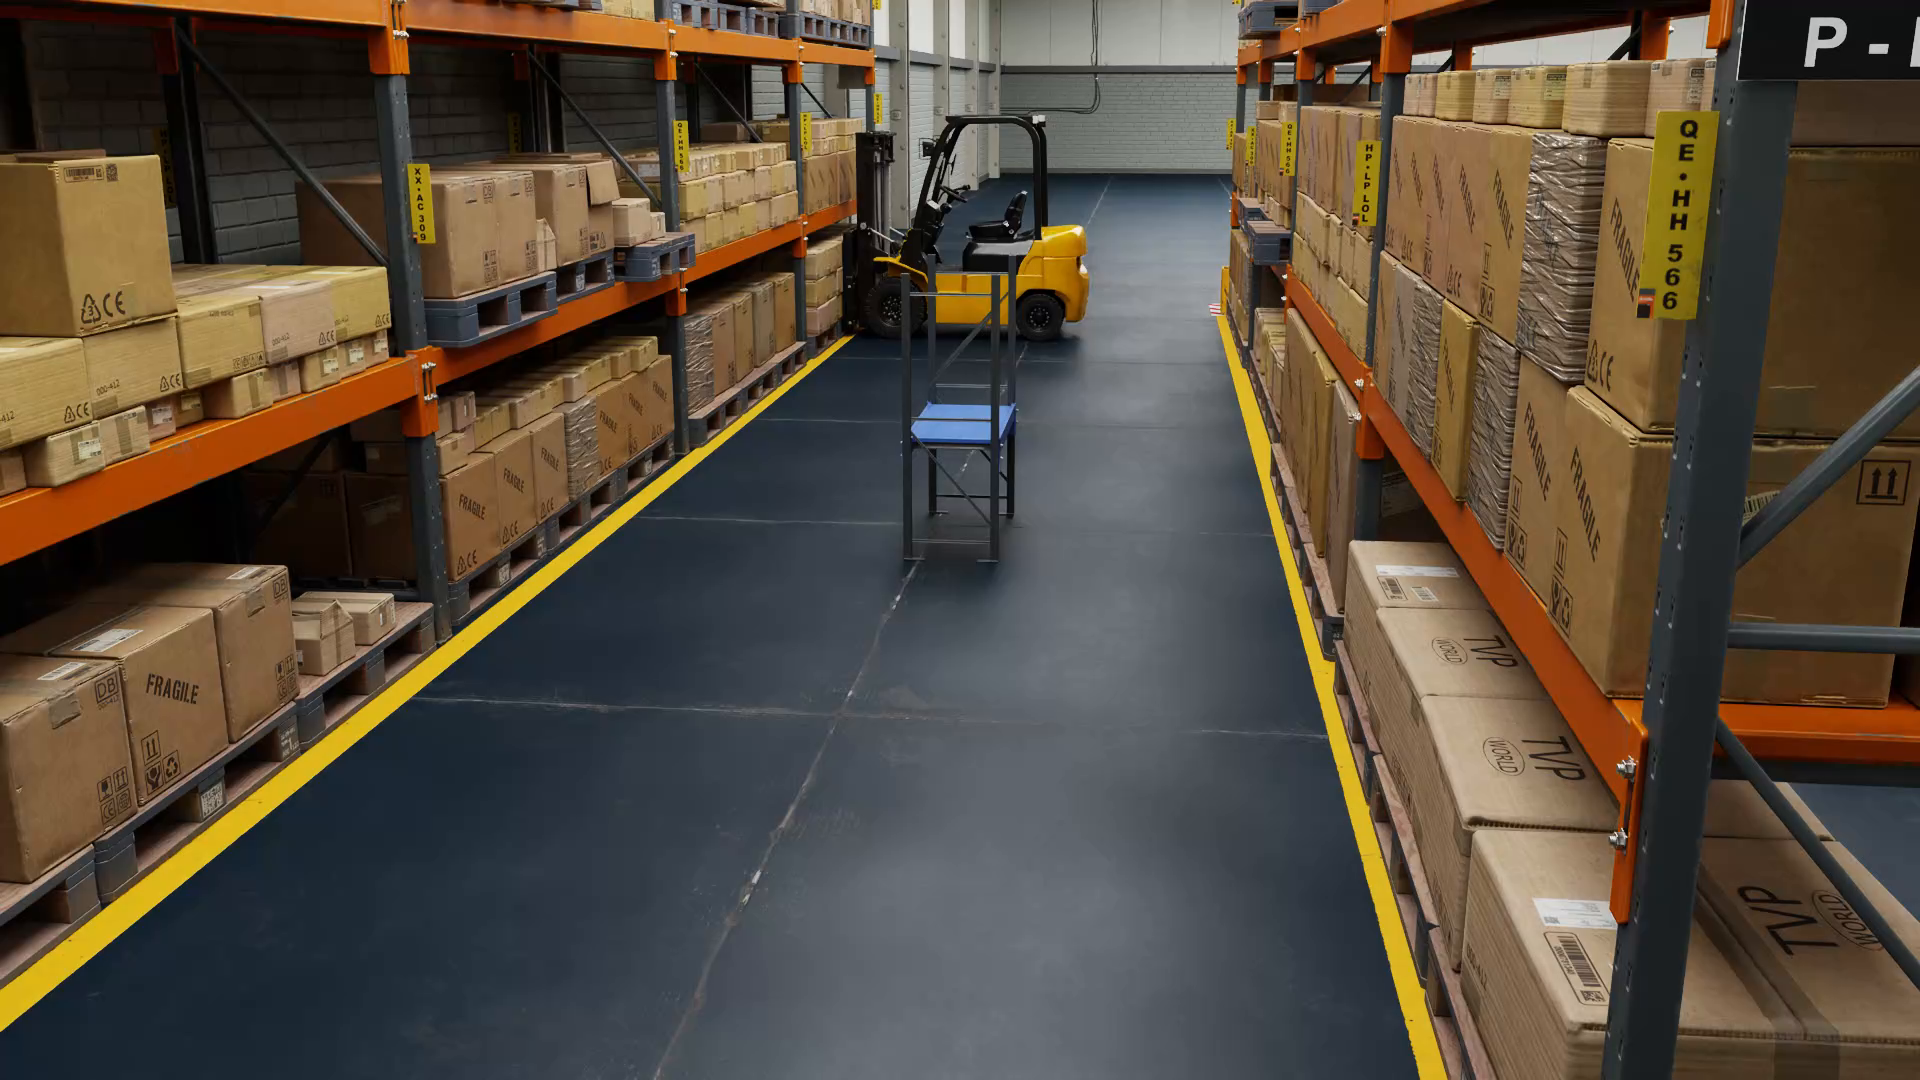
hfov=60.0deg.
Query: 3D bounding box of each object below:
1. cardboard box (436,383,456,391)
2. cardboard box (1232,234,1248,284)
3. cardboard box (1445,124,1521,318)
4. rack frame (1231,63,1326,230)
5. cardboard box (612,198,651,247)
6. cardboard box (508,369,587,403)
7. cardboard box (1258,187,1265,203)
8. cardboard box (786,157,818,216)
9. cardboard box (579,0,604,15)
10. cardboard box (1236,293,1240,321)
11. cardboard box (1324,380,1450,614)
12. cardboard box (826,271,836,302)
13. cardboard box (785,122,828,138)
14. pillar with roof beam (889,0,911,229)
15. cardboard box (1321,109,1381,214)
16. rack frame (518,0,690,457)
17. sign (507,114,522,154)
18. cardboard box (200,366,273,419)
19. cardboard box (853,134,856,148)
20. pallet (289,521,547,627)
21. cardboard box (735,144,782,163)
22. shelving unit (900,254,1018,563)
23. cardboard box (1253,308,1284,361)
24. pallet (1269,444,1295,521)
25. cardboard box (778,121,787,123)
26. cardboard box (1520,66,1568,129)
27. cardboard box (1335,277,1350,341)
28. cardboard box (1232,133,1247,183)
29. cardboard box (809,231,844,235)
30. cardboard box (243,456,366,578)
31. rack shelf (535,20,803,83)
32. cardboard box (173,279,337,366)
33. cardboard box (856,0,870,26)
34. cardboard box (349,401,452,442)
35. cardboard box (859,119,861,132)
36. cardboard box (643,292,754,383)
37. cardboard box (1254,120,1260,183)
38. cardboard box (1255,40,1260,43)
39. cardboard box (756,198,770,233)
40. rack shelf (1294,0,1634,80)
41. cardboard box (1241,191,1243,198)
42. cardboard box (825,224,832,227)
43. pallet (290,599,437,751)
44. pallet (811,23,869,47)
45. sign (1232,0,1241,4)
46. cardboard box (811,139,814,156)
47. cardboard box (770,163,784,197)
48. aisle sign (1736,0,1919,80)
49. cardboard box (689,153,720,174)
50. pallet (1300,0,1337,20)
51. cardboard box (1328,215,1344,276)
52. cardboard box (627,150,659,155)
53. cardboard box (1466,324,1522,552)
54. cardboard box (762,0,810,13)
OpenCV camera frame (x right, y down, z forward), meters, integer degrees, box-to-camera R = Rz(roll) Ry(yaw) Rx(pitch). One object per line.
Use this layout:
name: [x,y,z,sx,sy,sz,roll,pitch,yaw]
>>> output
cardboard box: [-2.941,-0.754,8.946,0.380,0.149,0.250,2,15,7]
cardboard box: [3.065,-2.866,17.039,0.500,0.500,0.500,1,15,4]
cardboard box: [1.647,-0.879,4.560,0.500,0.500,0.500,2,15,6]
rack frame: [3.487,-3.971,18.102,1.000,3.000,0.127,2,15,6]
cardboard box: [-2.145,-1.889,9.883,0.500,0.250,0.500,1,15,4]
cardboard box: [-2.329,-0.872,9.382,0.380,0.149,0.250,1,15,4]
cardboard box: [2.623,-2.817,13.509,0.380,0.149,0.250,2,15,7]
cardboard box: [-1.587,-3.235,15.186,0.500,0.500,0.500,1,15,5]
cardboard box: [-2.277,-3.017,9.113,0.500,0.250,0.500,2,15,6]
cardboard box: [2.948,-2.240,16.165,0.500,0.250,0.500,2,15,7]
cardboard box: [2.124,-0.199,7.418,0.875,0.875,0.875,2,15,8]
cardboard box: [-1.480,-2.443,15.955,0.500,0.250,0.500,2,15,6]
cardboard box: [-1.473,-3.927,15.933,0.380,0.149,0.250,1,15,5]
pillar with roof beam: [3.212,-9.844,28.327,9.100,9.000,0.400,2,15,6]
cardboard box: [2.105,-1.913,8.383,0.500,0.500,0.500,2,15,7]
rack frame: [-2.348,-2.042,10.965,1.000,3.000,0.127,2,15,6]
sign: [-2.900,-2.616,10.872,0.100,0.325,0.005,2,15,6]
cardboard box: [-2.655,-0.522,5.827,0.380,0.149,0.250,1,15,5]
cardboard box: [-1.295,-4.247,17.687,0.380,0.149,0.250,2,15,7]
pallet: [-2.745,0.130,8.277,1.003,0.211,1.213,2,15,6]
cardboard box: [-1.726,-3.278,14.103,0.380,0.149,0.250,1,15,5]
shelving unit: [0.010,-0.746,9.048,0.538,1.500,1.048,2,15,6]
cardboard box: [2.979,-1.732,14.050,0.950,0.372,0.625,2,15,7]
pallet: [2.421,-0.348,10.044,1.003,0.211,1.213,2,15,6]
cardboard box: [-1.925,-4.072,16.469,0.380,0.149,0.250,2,15,8]
cardboard box: [1.613,-1.097,4.123,0.380,0.149,0.250,2,15,8]
cardboard box: [1.992,-1.042,7.557,0.500,0.250,0.500,1,15,5]
cardboard box: [3.158,-4.048,17.626,0.500,0.500,0.500,1,15,5]
cardboard box: [-1.286,-3.082,17.361,0.500,0.250,0.500,2,15,7]
cardboard box: [-3.038,-0.136,7.903,0.500,0.500,0.500,2,15,6]
rack shelf: [-2.122,-3.661,12.586,1.077,0.370,4.000,2,15,6]
cardboard box: [-2.656,-0.806,6.112,0.500,0.250,0.500,2,15,6]
cardboard box: [-1.253,-5.742,17.715,0.500,0.500,0.500,2,15,8]
cardboard box: [-2.555,-0.544,7.598,0.380,0.149,0.250,1,15,5]
cardboard box: [-1.273,-4.457,17.896,0.380,0.149,0.250,2,15,6]
cardboard box: [-2.122,-1.604,13.091,0.875,0.625,0.625,1,15,4]
cardboard box: [2.698,-3.215,13.740,0.500,0.500,0.500,2,15,8]
cardboard box: [2.899,-4.618,15.228,0.380,0.149,0.250,2,15,8]
cardboard box: [-1.831,-2.610,13.354,0.500,0.250,0.500,2,15,7]
rack shelf: [2.359,-2.478,8.212,1.077,0.370,4.000,2,15,6]
cardboard box: [3.048,-3.503,16.852,0.380,0.149,0.250,2,15,8]
cardboard box: [-1.687,-3.355,18.372,0.500,0.250,0.500,1,15,5]
pallet: [-2.878,0.520,6.834,1.003,0.211,1.213,2,15,6]
pallet: [-1.551,-5.339,17.583,1.003,0.211,1.213,2,15,6]
sign: [2.948,-5.857,17.655,0.100,0.325,0.005,2,15,6]
cardboard box: [-1.570,-3.651,15.483,0.380,0.149,0.250,2,15,6]
cardboard box: [-1.749,-2.979,13.763,0.500,0.250,0.500,1,15,5]
aisle sign: [1.366,-1.067,2.380,0.394,0.787,0.004,2,15,6]
cardboard box: [-1.971,-2.748,12.143,0.380,0.149,0.250,2,15,7]
pallet: [2.565,-3.085,9.438,1.213,0.211,1.003,2,15,9]
cardboard box: [2.043,-1.414,7.973,0.500,0.250,0.500,2,15,8]
cardboard box: [-2.358,-2.892,12.676,0.380,0.149,0.250,2,15,8]
cardboard box: [1.593,-0.266,4.208,0.500,0.500,0.500,2,15,8]
cardboard box: [-1.544,-4.764,14.773,0.380,0.149,0.250,2,15,7]
